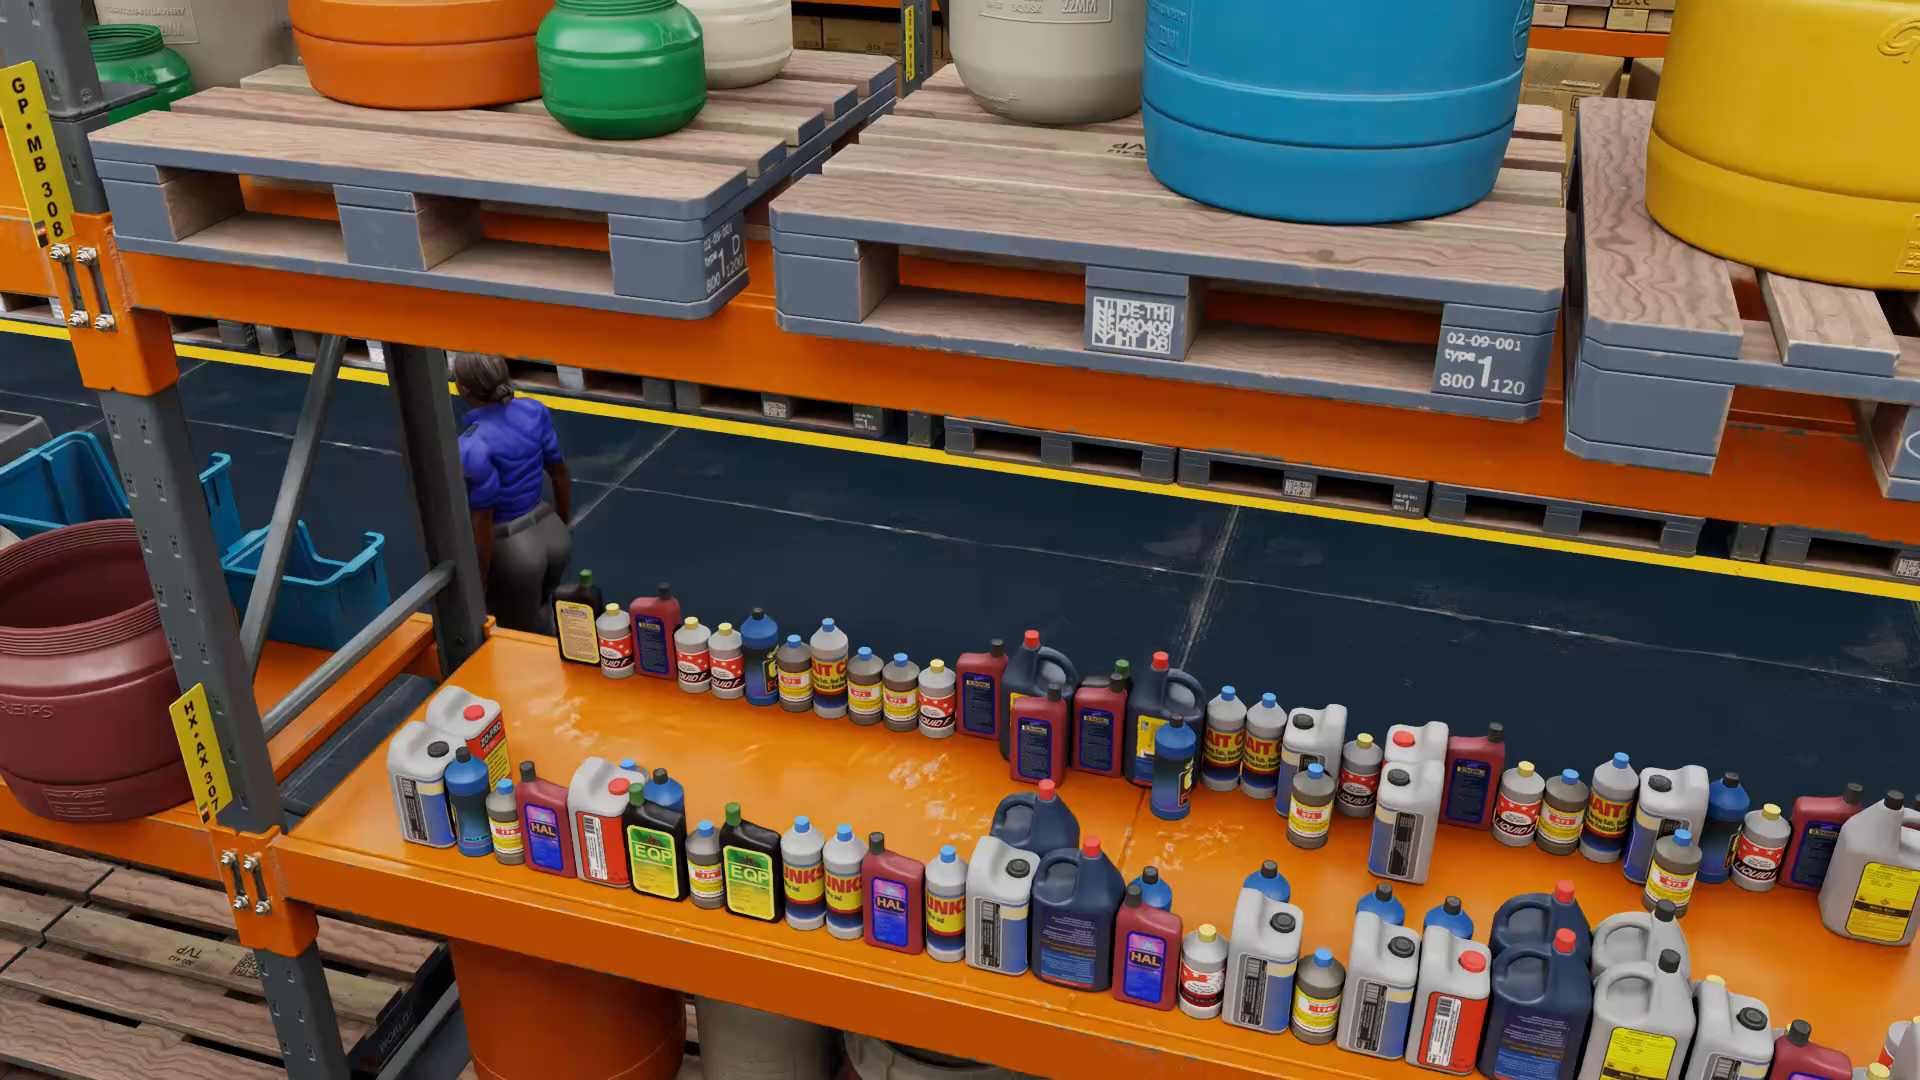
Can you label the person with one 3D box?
[{"bbox_3d":[-1.530,0.063,5.993,0.488,1.645,0.480,13,32,21],"label":"person"}]
